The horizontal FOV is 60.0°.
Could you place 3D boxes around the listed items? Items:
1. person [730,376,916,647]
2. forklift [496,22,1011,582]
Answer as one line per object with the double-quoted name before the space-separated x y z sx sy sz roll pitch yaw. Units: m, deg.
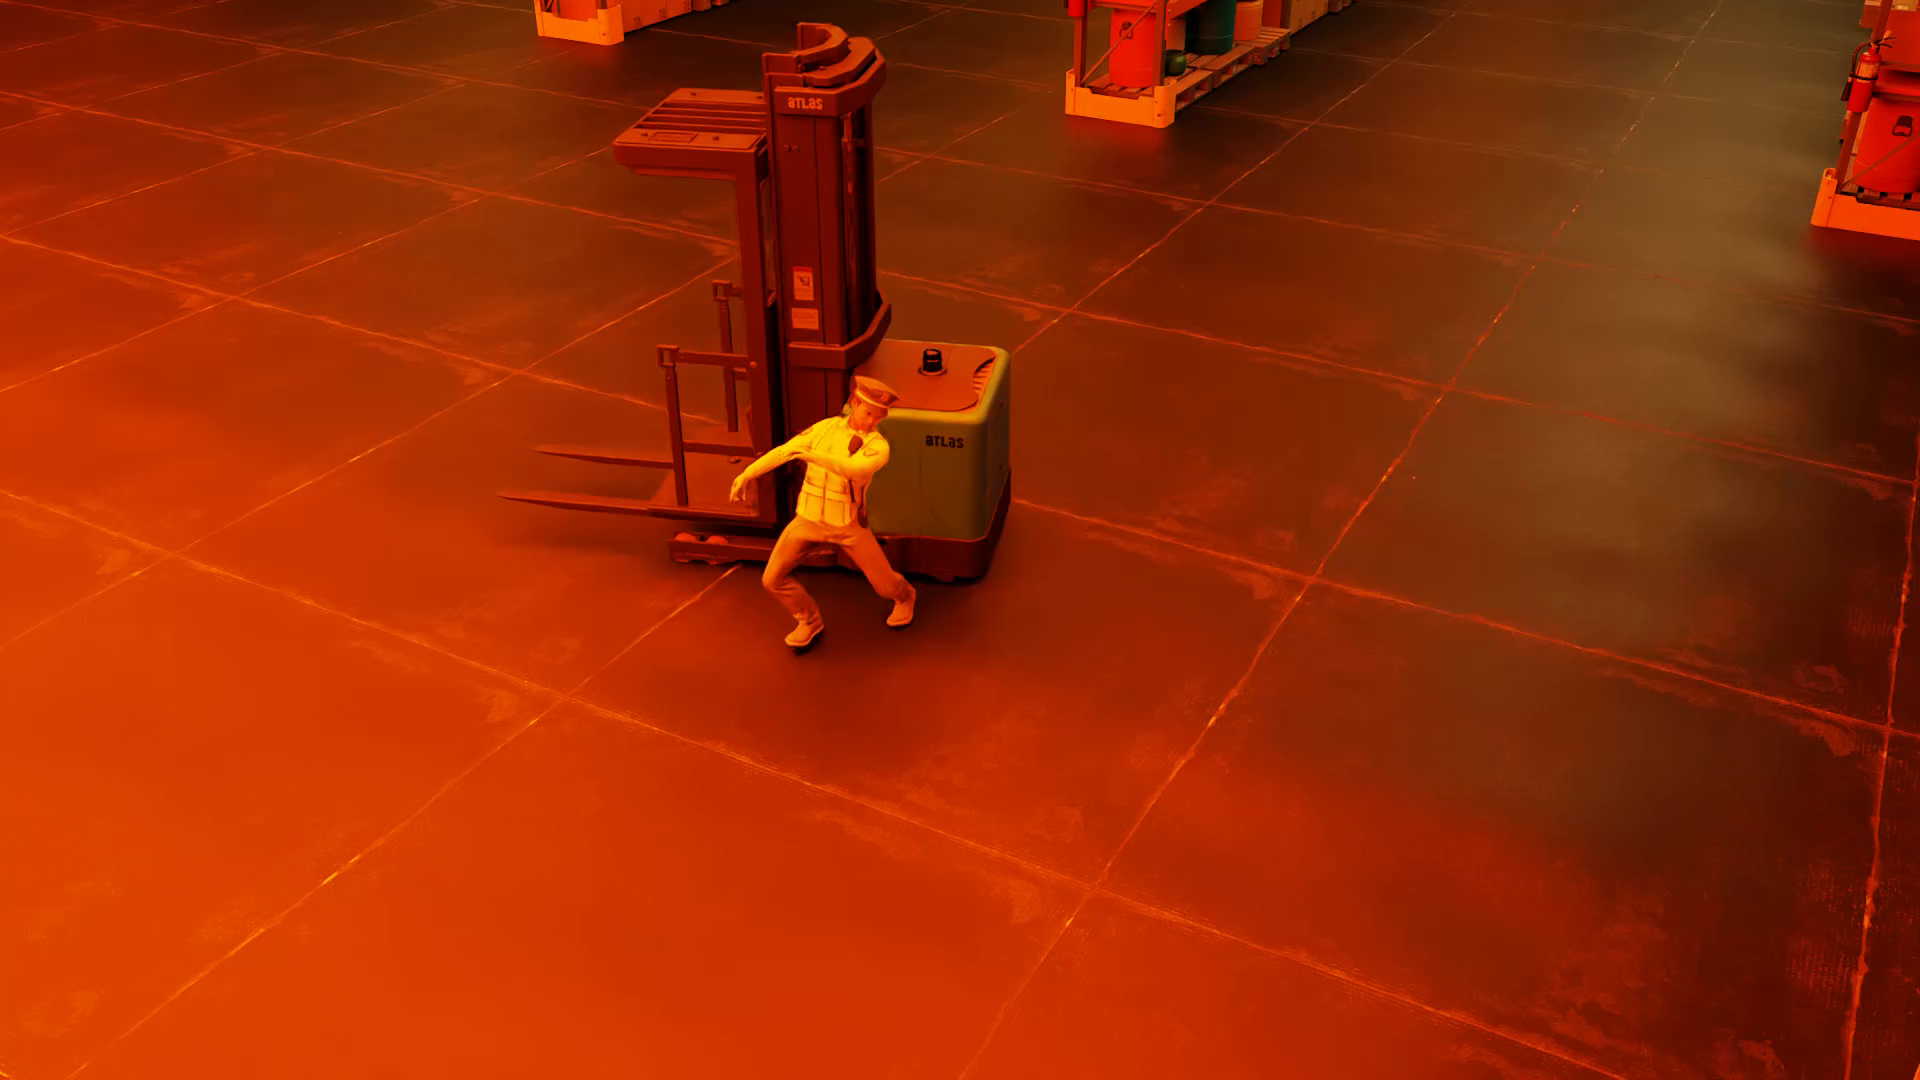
"person" -0.747 -0.126 8.694 0.885 1.476 0.788 8 31 14
"forklift" -1.254 -1.377 9.456 3.031 2.935 1.130 5 30 9
